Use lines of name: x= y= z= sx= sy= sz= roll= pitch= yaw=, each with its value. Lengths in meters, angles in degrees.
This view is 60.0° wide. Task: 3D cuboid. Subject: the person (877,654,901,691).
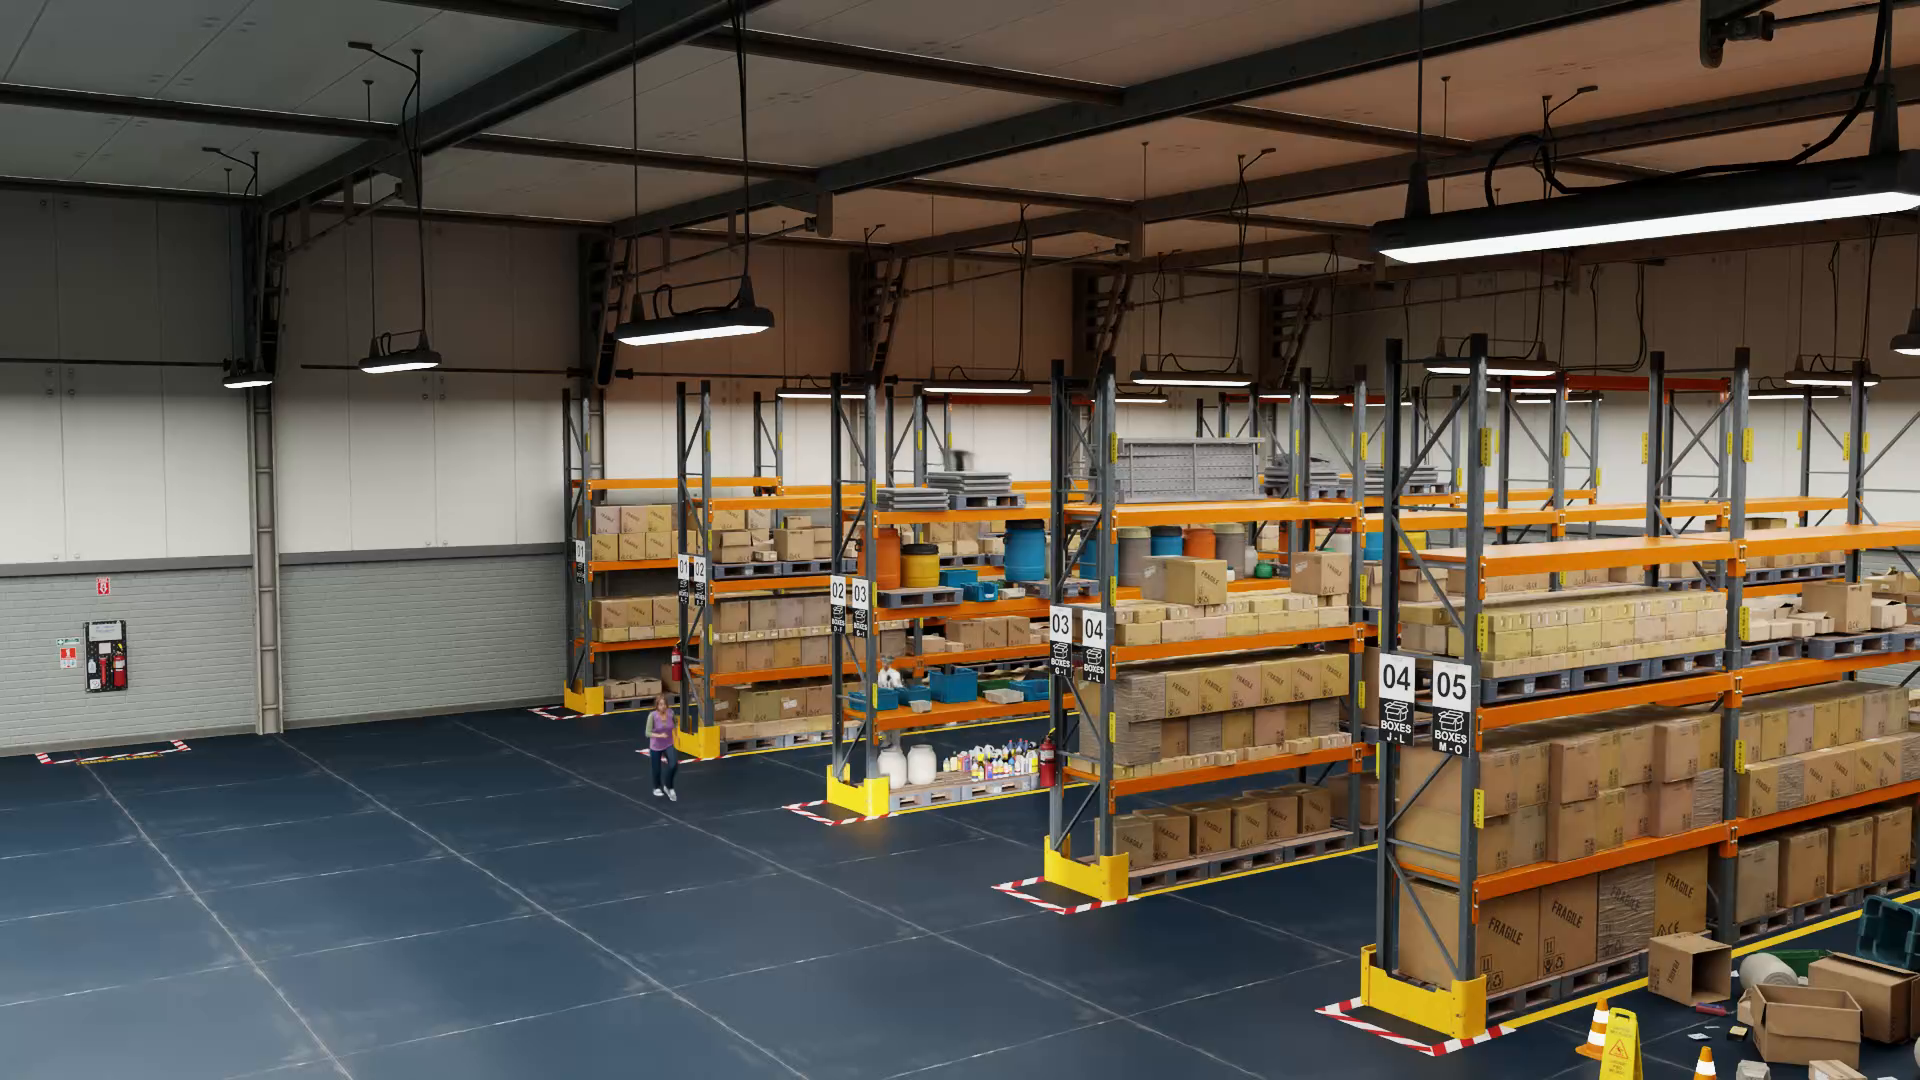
person: x=-1.125 y=2.215 z=26.795 sx=0.593 sy=0.798 sz=0.582 roll=3 pitch=4 yaw=35

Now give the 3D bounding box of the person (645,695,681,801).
person: x=-4.153 y=2.905 z=23.264 sx=0.527 sy=1.520 sz=0.871 roll=-1 pitch=4 yaw=-19
